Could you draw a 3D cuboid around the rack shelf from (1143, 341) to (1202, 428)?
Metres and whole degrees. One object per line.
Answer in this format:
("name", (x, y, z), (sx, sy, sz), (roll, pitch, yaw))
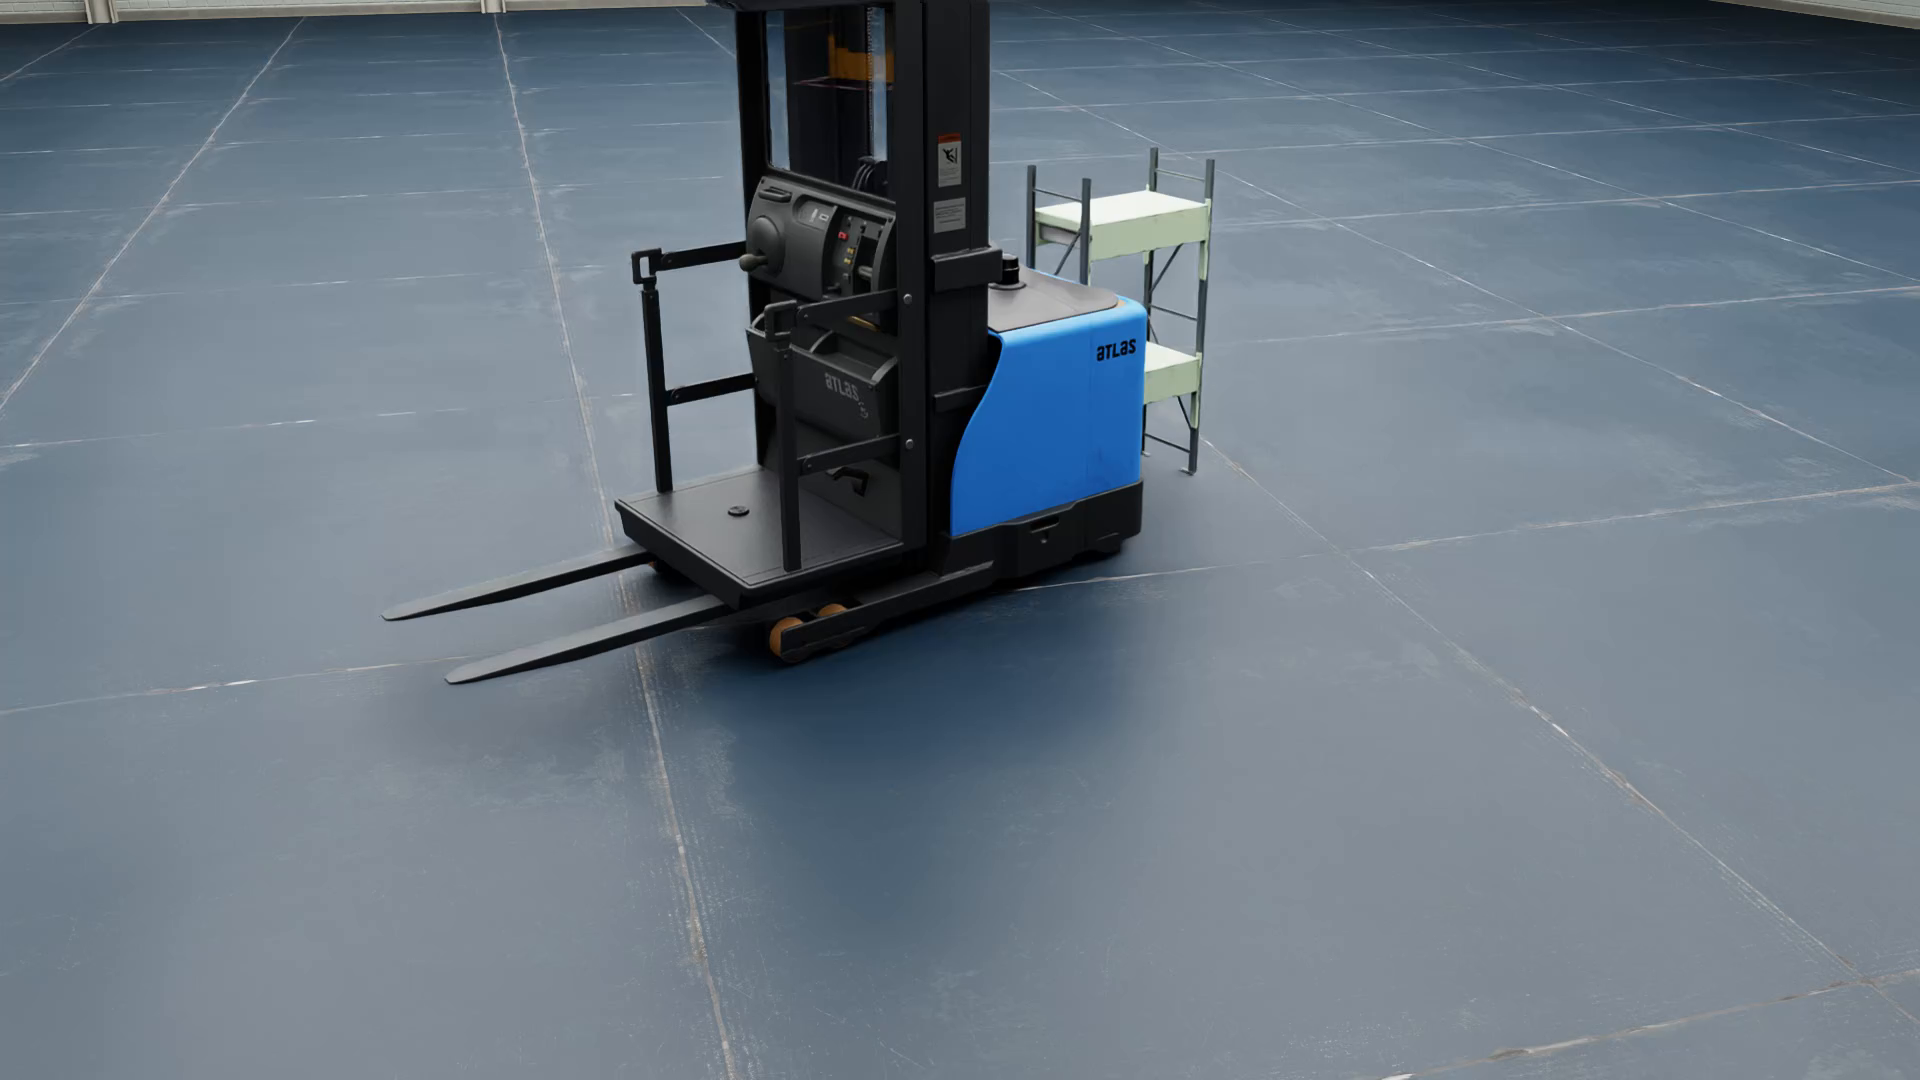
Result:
("rack shelf", (0.715, -0.680, 7.760), (0.720, 0.370, 0.431), (-17, 28, -34))

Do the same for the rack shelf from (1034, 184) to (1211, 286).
("rack shelf", (0.715, -1.338, 7.478), (0.720, 0.370, 0.431), (-17, 28, -34))

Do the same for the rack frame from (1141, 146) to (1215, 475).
("rack frame", (1.007, -1.067, 7.834), (0.023, 1.500, 0.400), (-17, 28, -34))

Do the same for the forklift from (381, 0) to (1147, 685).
("forklift", (-0.700, -1.126, 6.156), (3.031, 2.935, 1.130), (-17, 28, -34))

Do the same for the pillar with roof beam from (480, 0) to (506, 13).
("pillar with roof beam", (-6.660, -11.364, 22.321), (0.400, 9.000, 9.100), (-6, 24, -14))

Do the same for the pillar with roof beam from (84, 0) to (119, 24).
("pillar with roof beam", (-12.437, -10.725, 20.832), (0.400, 9.000, 9.100), (-6, 24, -14))

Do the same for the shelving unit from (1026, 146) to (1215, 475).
("shelving unit", (0.715, -0.980, 7.631), (0.755, 1.500, 0.431), (-17, 28, -34))

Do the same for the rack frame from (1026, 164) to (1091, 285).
("rack frame", (0.423, -0.893, 7.428), (0.023, 1.500, 0.400), (-17, 28, -34))
